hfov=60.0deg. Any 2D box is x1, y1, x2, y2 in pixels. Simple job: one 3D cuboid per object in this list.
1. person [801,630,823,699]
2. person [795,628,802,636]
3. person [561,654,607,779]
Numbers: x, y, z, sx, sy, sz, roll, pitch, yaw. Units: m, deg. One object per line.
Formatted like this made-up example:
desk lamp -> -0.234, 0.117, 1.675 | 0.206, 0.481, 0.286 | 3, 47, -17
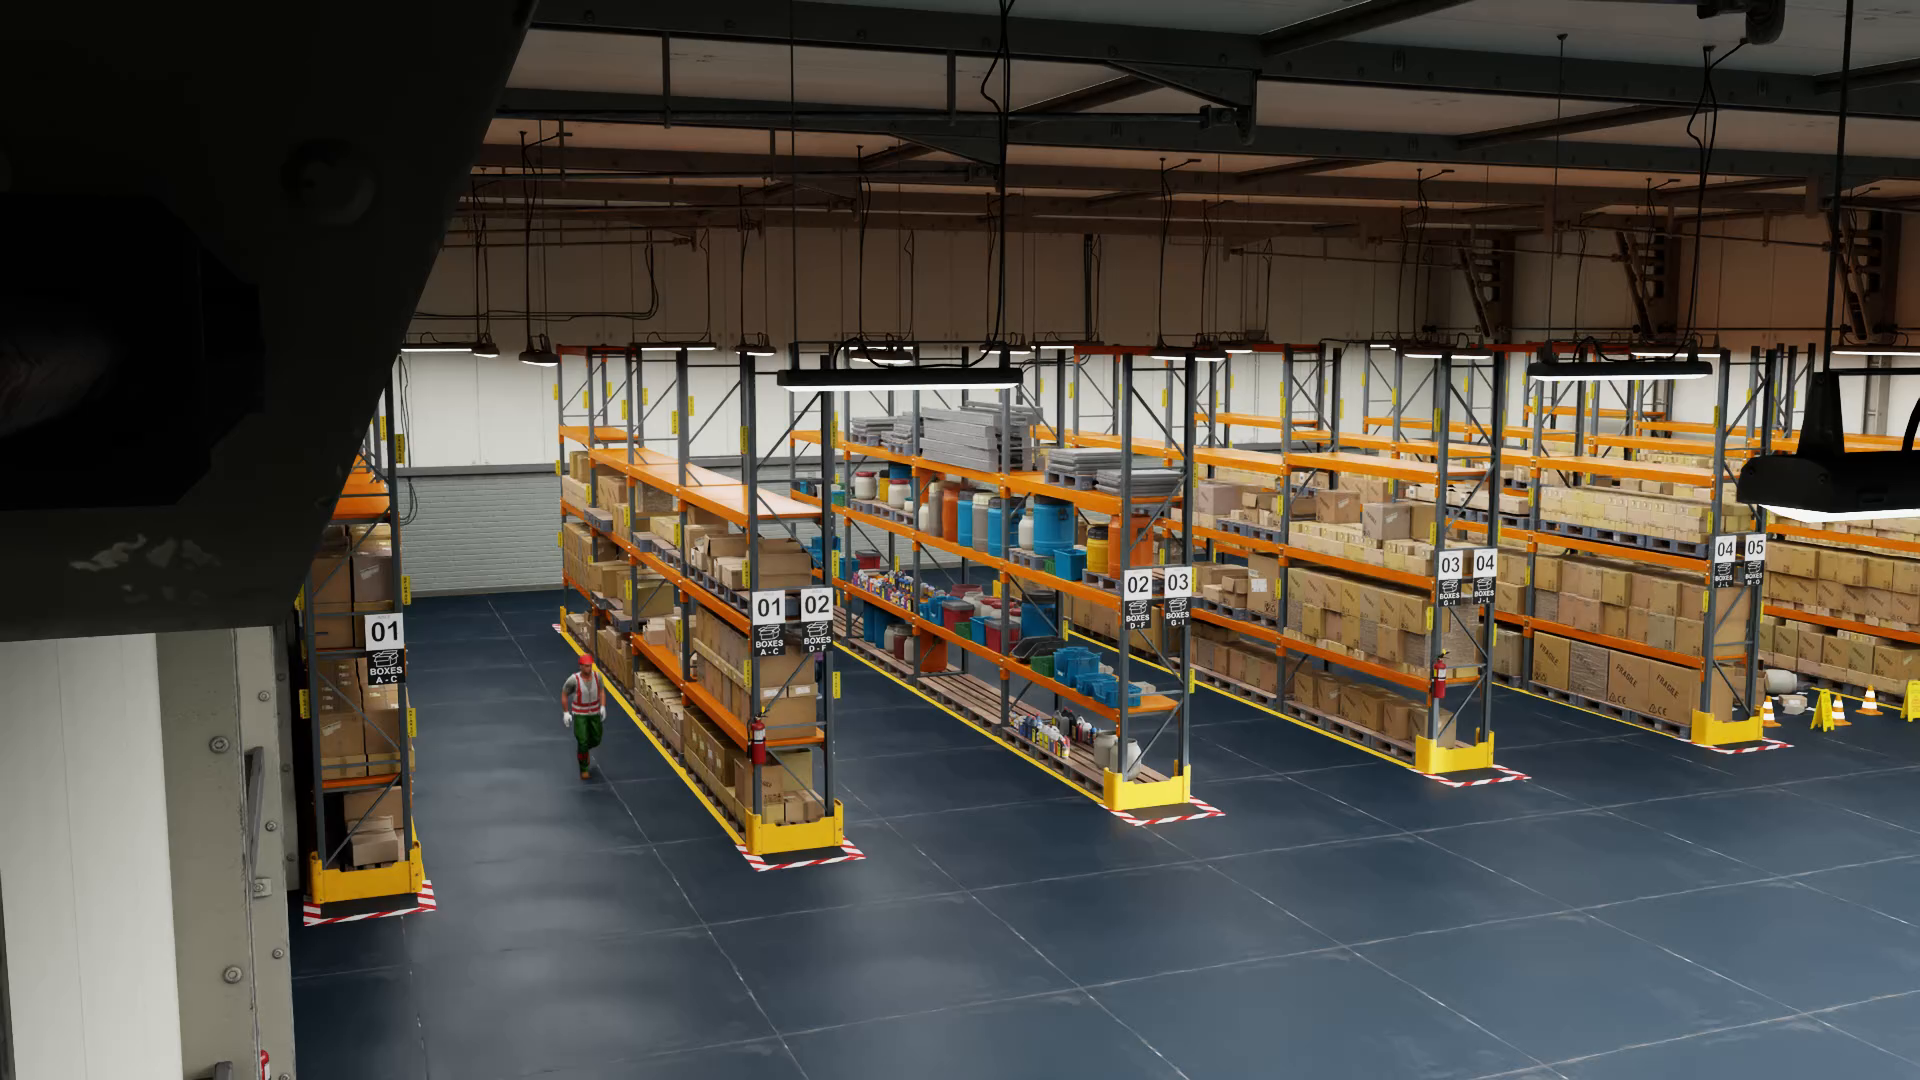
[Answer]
person -> -2.421, 1.893, 27.460 | 0.440, 1.408, 0.971 | -4, 8, -27
person -> -3.038, 1.477, 32.045 | 0.567, 1.602, 0.704 | -1, 7, -9
person -> -5.368, 2.467, 23.651 | 0.622, 1.763, 0.692 | -5, 9, -36
